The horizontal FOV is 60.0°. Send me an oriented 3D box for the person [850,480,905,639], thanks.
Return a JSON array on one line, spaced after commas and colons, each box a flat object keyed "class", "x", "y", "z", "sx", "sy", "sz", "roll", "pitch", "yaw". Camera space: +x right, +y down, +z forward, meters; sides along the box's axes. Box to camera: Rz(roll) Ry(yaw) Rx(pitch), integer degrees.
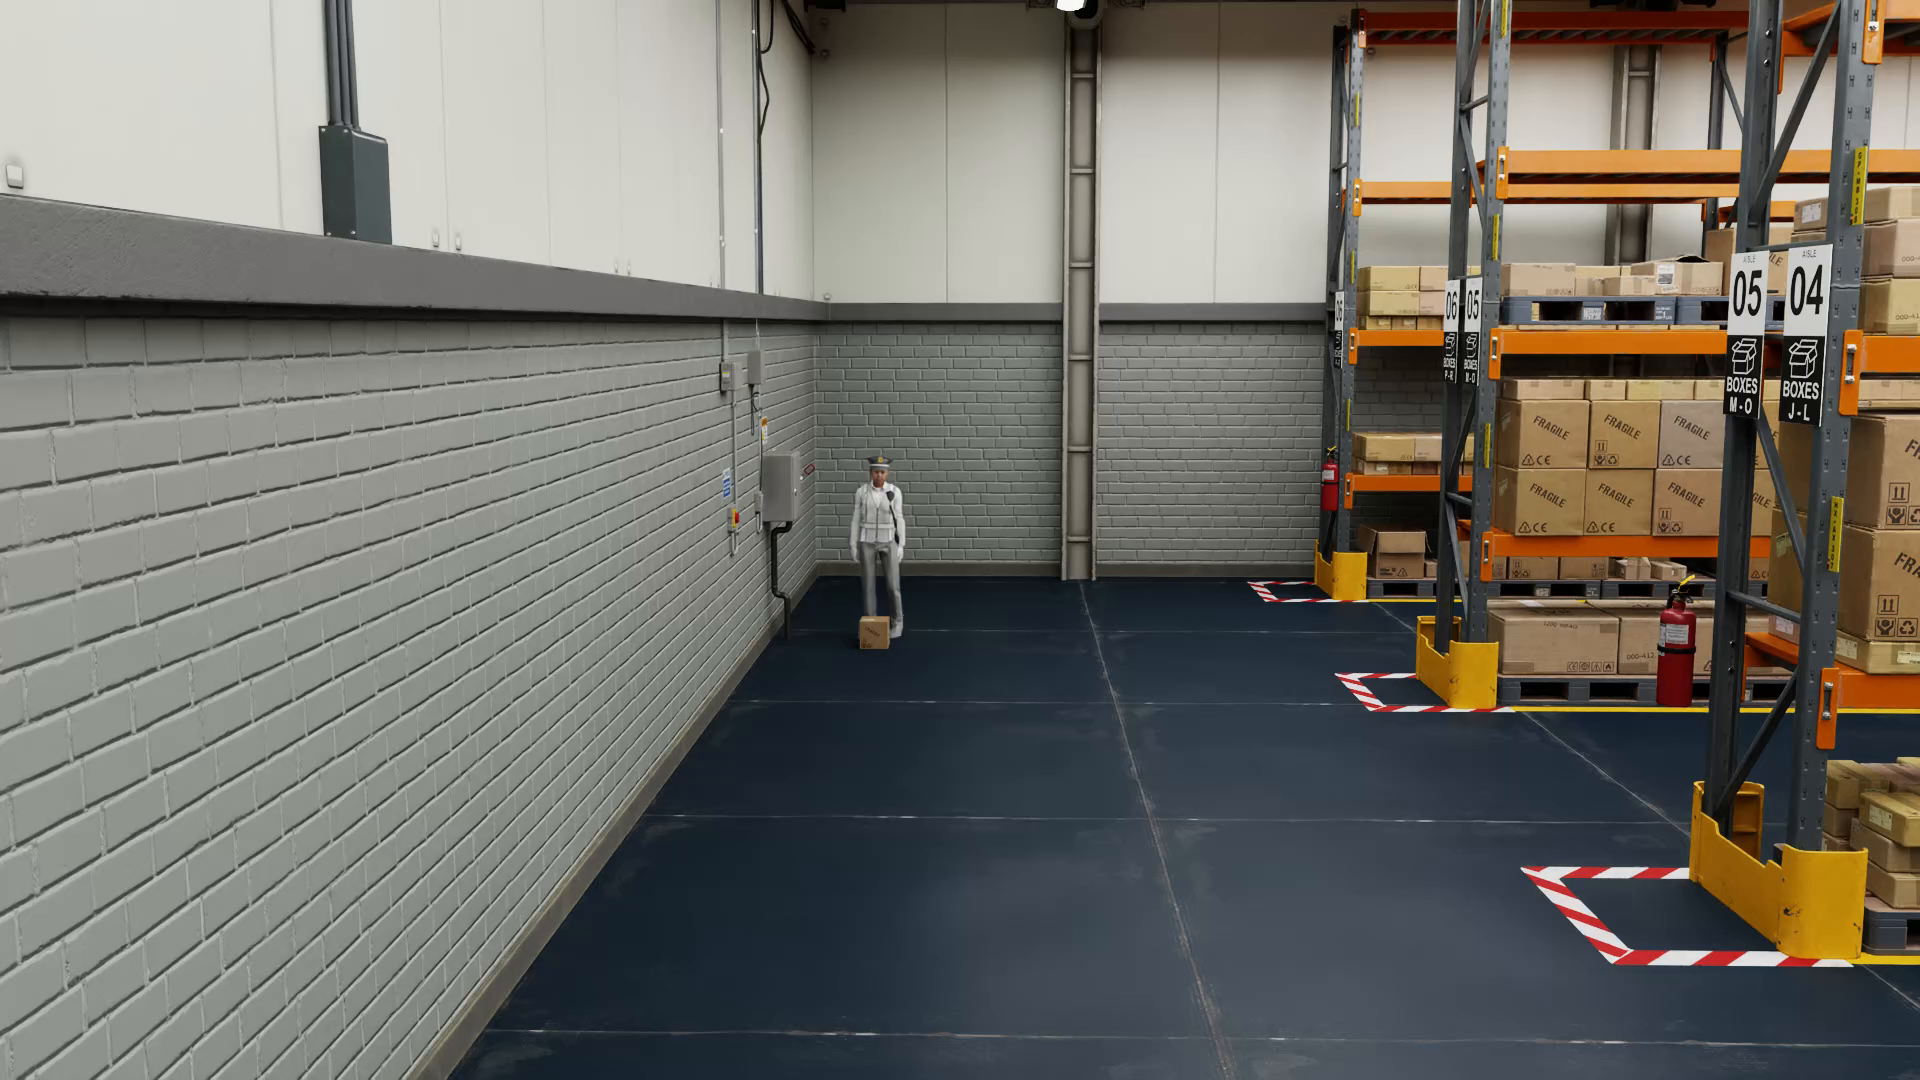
[{"class": "person", "x": -0.759, "y": 0.185, "z": 15.239, "sx": 0.505, "sy": 1.469, "sz": 0.352, "roll": 0, "pitch": 7, "yaw": 1}]
